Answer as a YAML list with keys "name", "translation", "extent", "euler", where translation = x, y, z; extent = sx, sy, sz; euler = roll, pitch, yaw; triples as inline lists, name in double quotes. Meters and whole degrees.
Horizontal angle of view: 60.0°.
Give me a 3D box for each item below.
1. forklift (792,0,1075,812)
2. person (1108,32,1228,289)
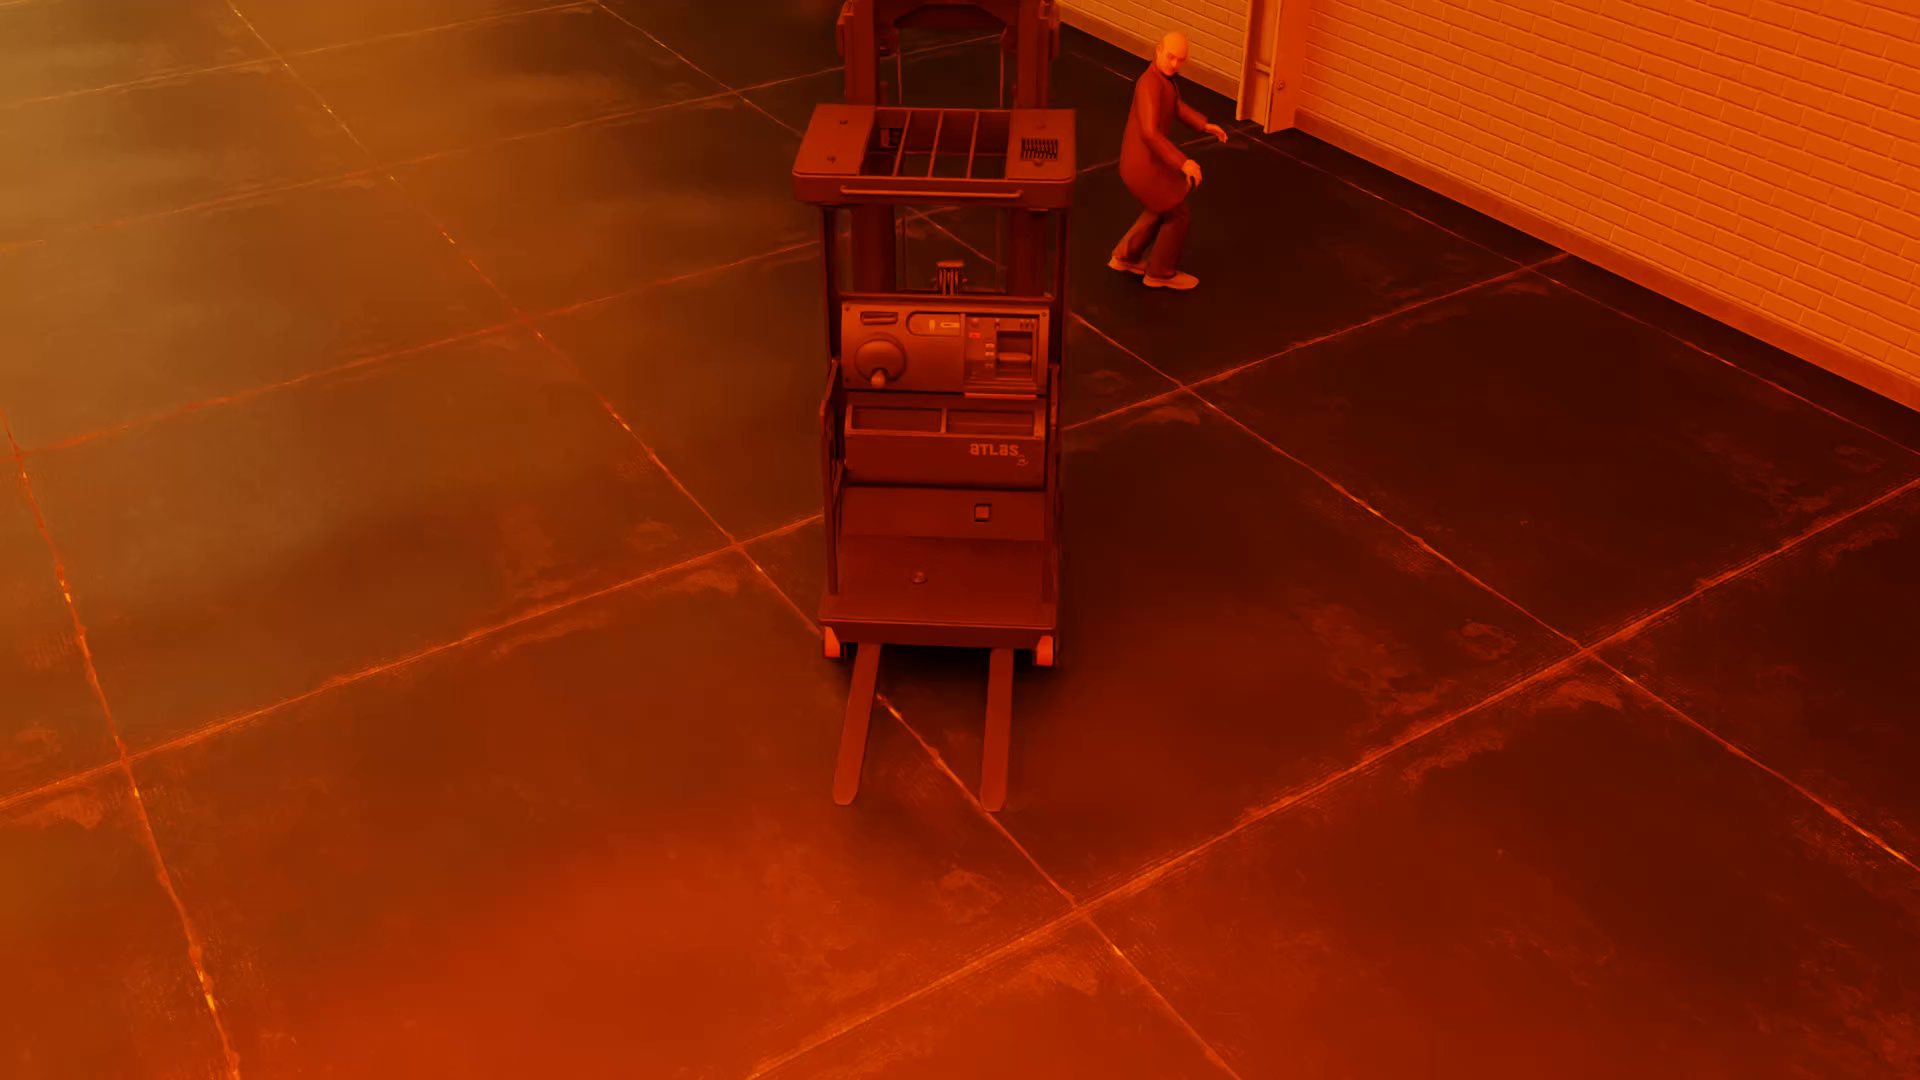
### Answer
- name: "forklift"
  translation: [-0.078, -0.797, 7.282]
  extent: [1.130, 2.935, 3.031]
  euler: [2, 35, 3]
- name: "person"
  translation: [1.372, -2.401, 10.665]
  extent: [0.756, 1.691, 0.862]
  euler: [-1, 35, -2]
